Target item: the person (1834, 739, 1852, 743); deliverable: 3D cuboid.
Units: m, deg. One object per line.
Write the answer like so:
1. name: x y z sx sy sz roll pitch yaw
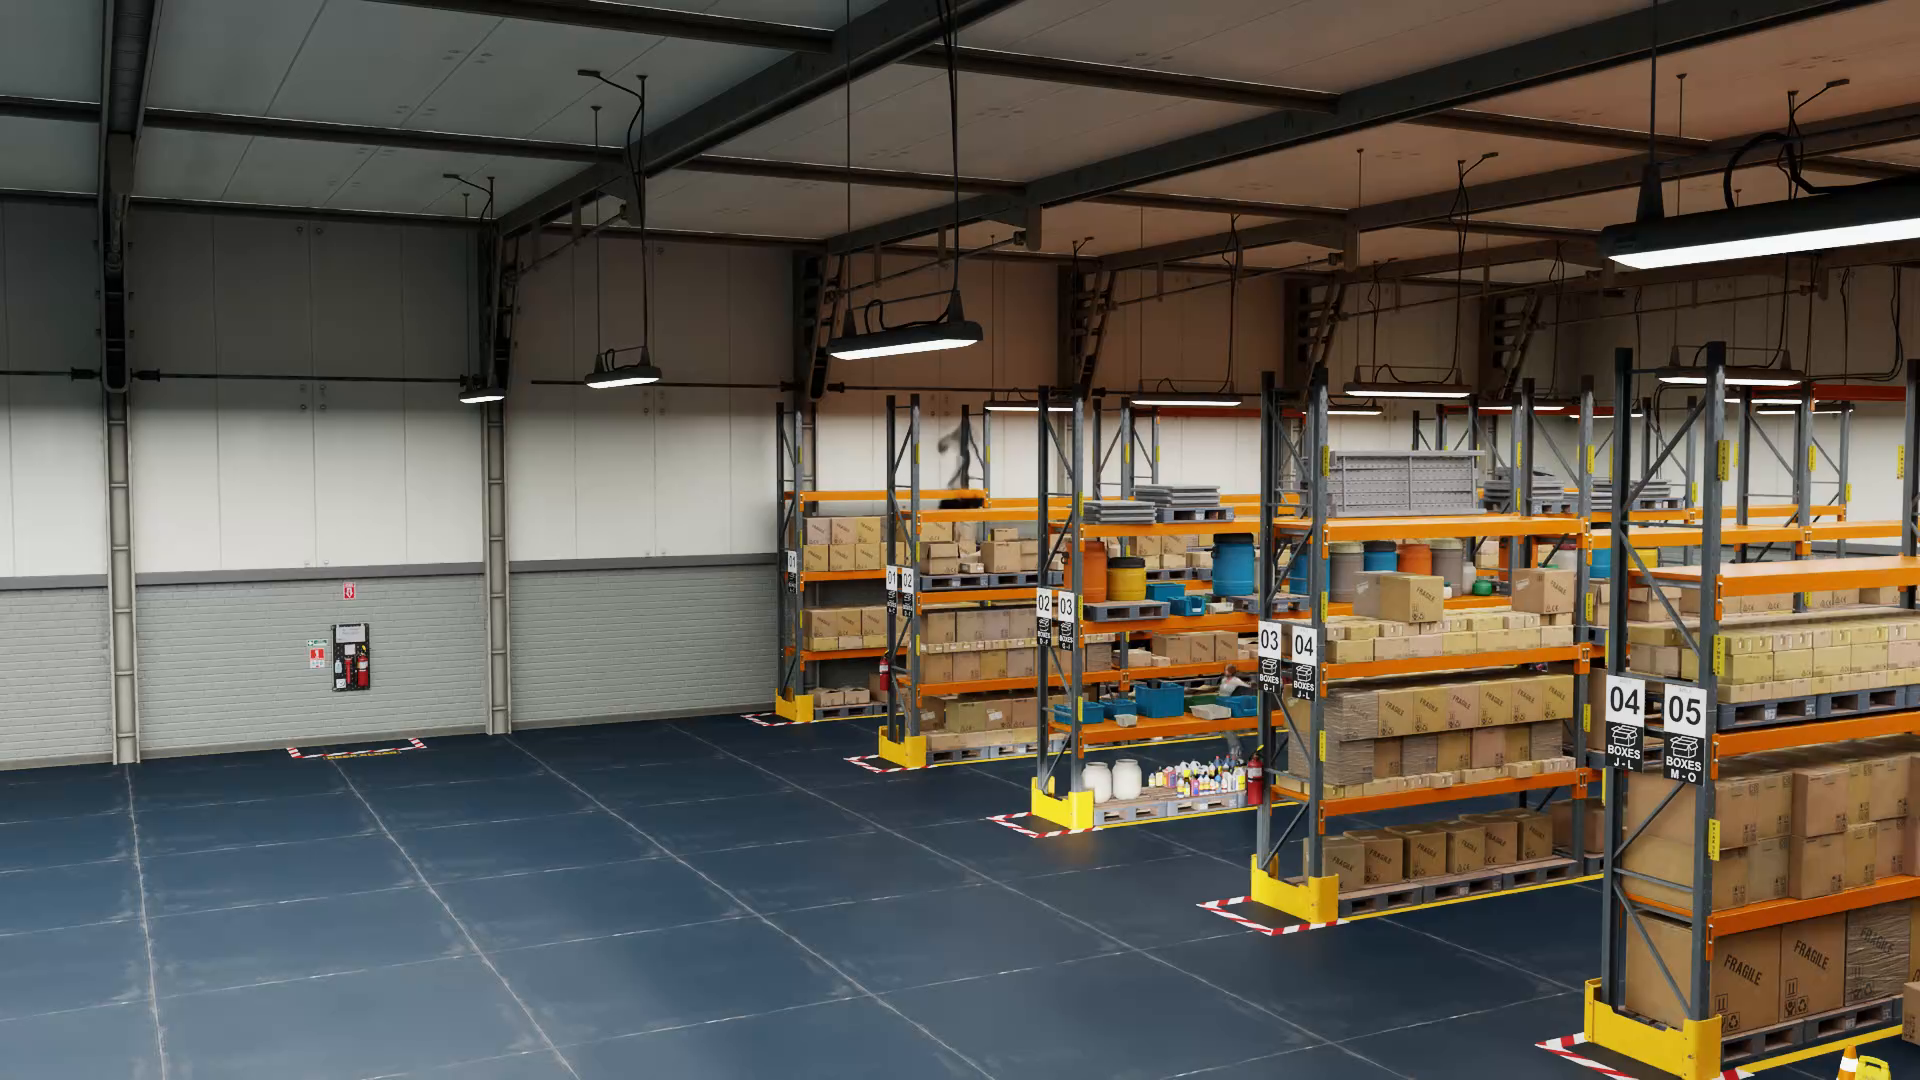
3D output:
1. person: 10.474 3.180 19.746 0.629 1.751 0.649 -2 4 -32

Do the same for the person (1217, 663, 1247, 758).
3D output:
1. person: 4.424 2.813 27.342 0.636 1.570 0.512 -2 4 -32
